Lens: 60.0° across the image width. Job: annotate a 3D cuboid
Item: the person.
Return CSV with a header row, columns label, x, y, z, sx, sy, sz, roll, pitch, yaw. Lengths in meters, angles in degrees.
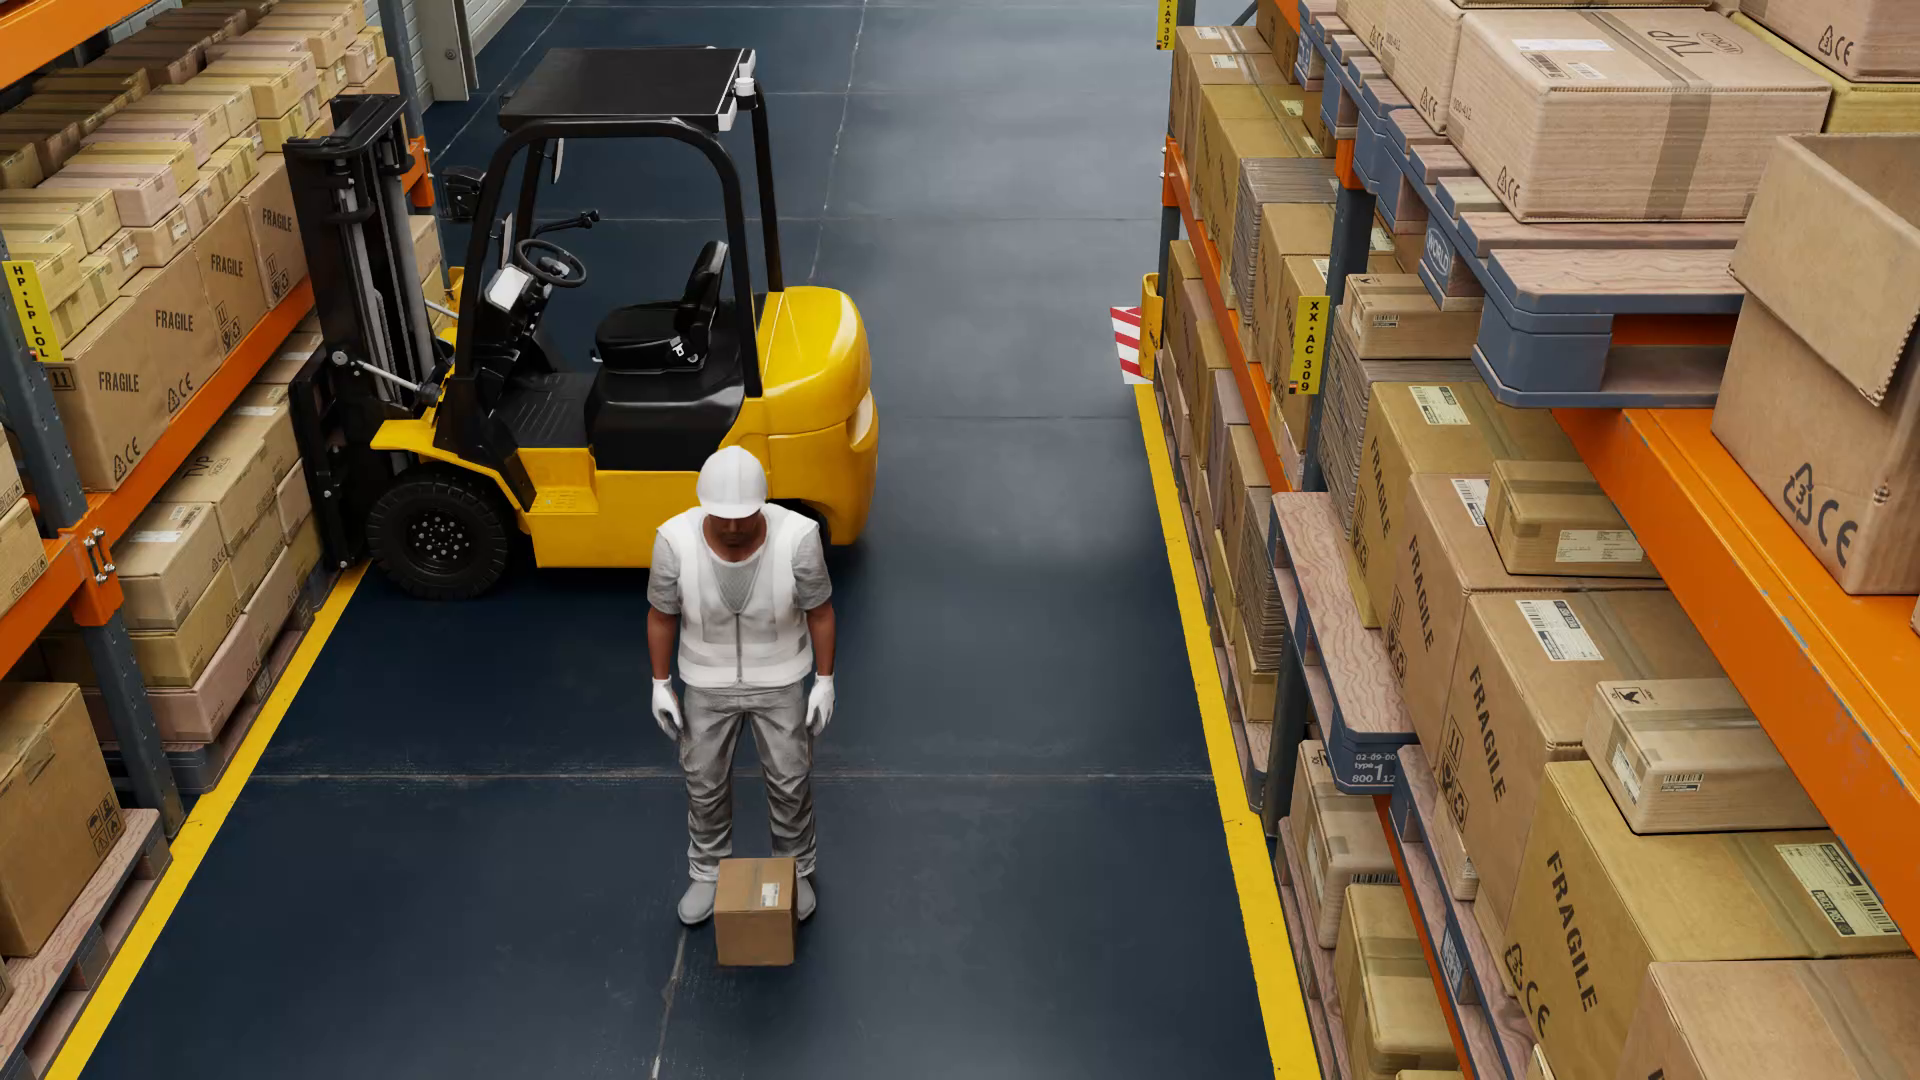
label,x,y,z,sx,sy,sz,roll,pitch,yaw
person,-0.691,0.468,5.352,0.598,1.774,0.442,-1,31,-2
